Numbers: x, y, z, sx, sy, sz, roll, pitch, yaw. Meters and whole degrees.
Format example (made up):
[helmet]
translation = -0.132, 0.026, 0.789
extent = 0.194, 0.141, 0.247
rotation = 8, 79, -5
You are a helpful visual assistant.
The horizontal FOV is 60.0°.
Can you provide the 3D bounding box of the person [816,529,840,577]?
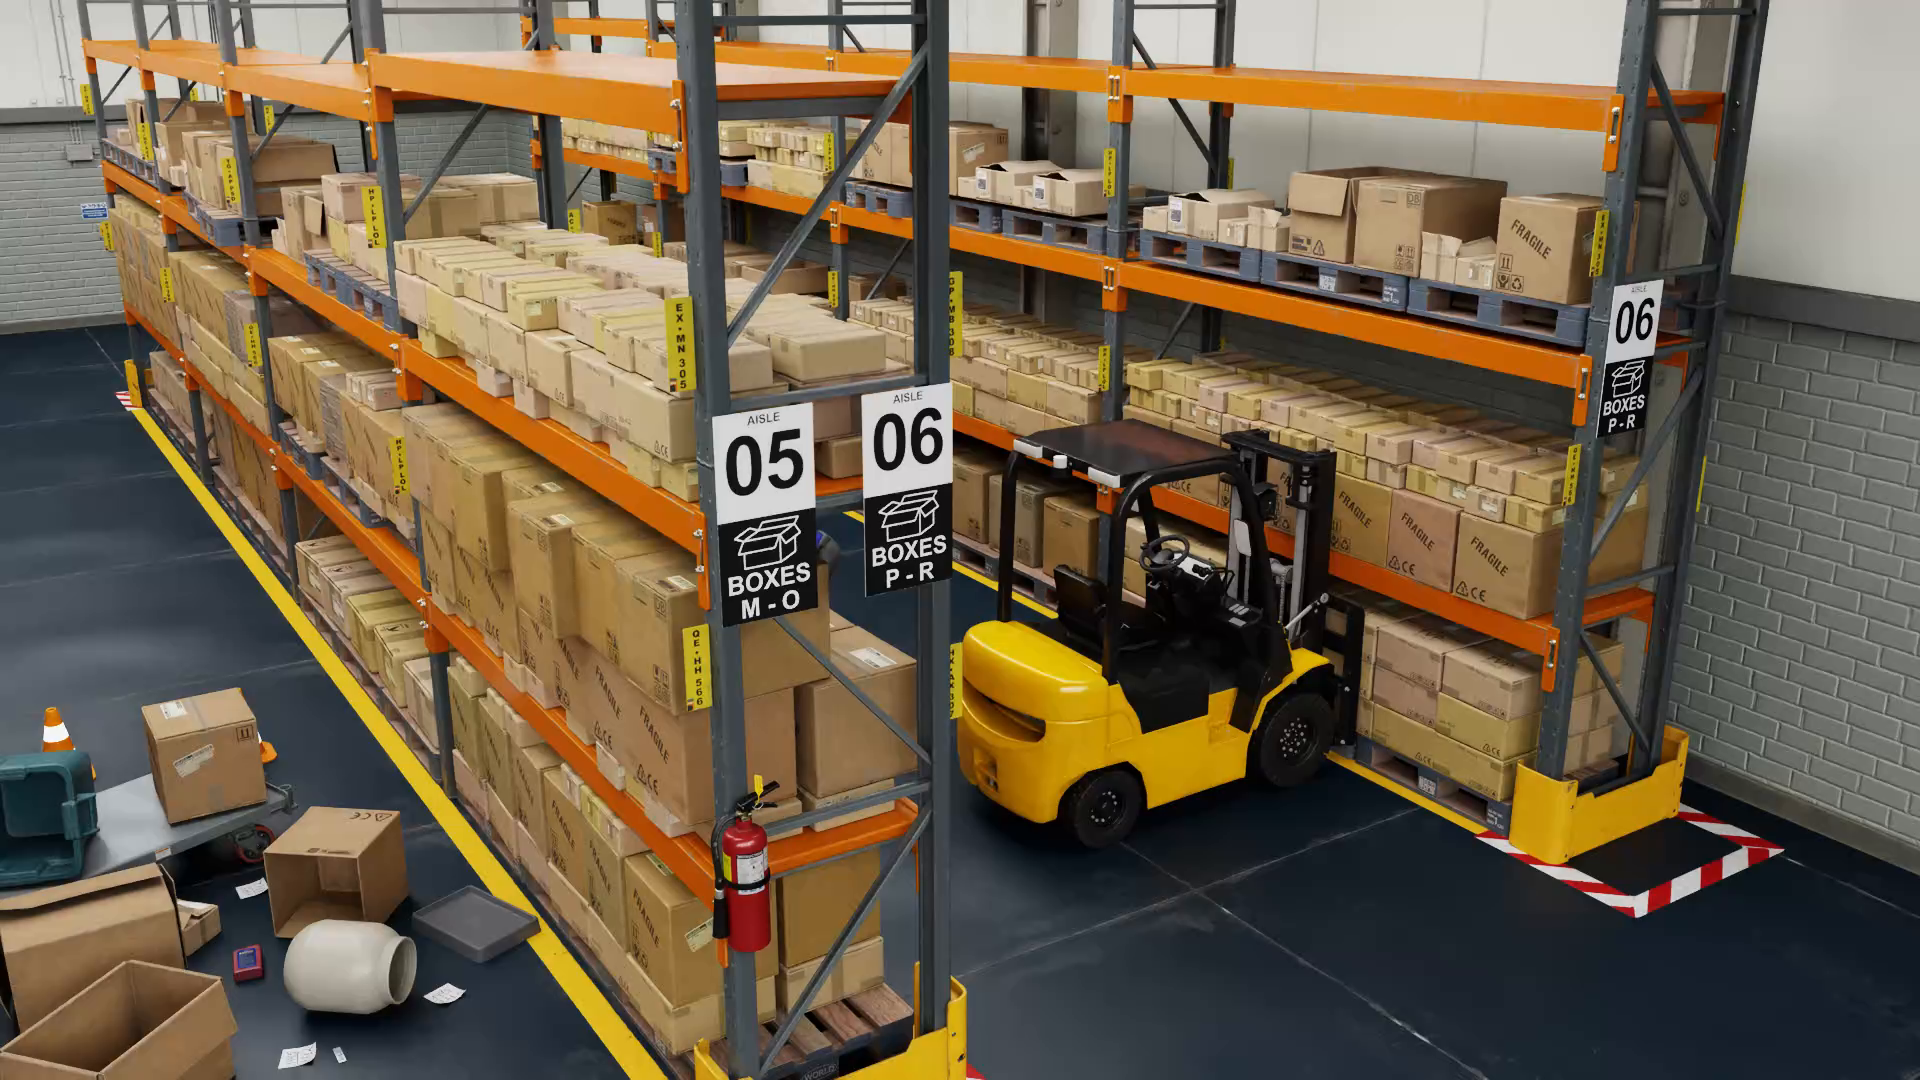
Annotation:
[person]
translation = -1.266, 0.337, 11.995
extent = 0.856, 1.067, 0.456
rotation = -13, 22, -34
